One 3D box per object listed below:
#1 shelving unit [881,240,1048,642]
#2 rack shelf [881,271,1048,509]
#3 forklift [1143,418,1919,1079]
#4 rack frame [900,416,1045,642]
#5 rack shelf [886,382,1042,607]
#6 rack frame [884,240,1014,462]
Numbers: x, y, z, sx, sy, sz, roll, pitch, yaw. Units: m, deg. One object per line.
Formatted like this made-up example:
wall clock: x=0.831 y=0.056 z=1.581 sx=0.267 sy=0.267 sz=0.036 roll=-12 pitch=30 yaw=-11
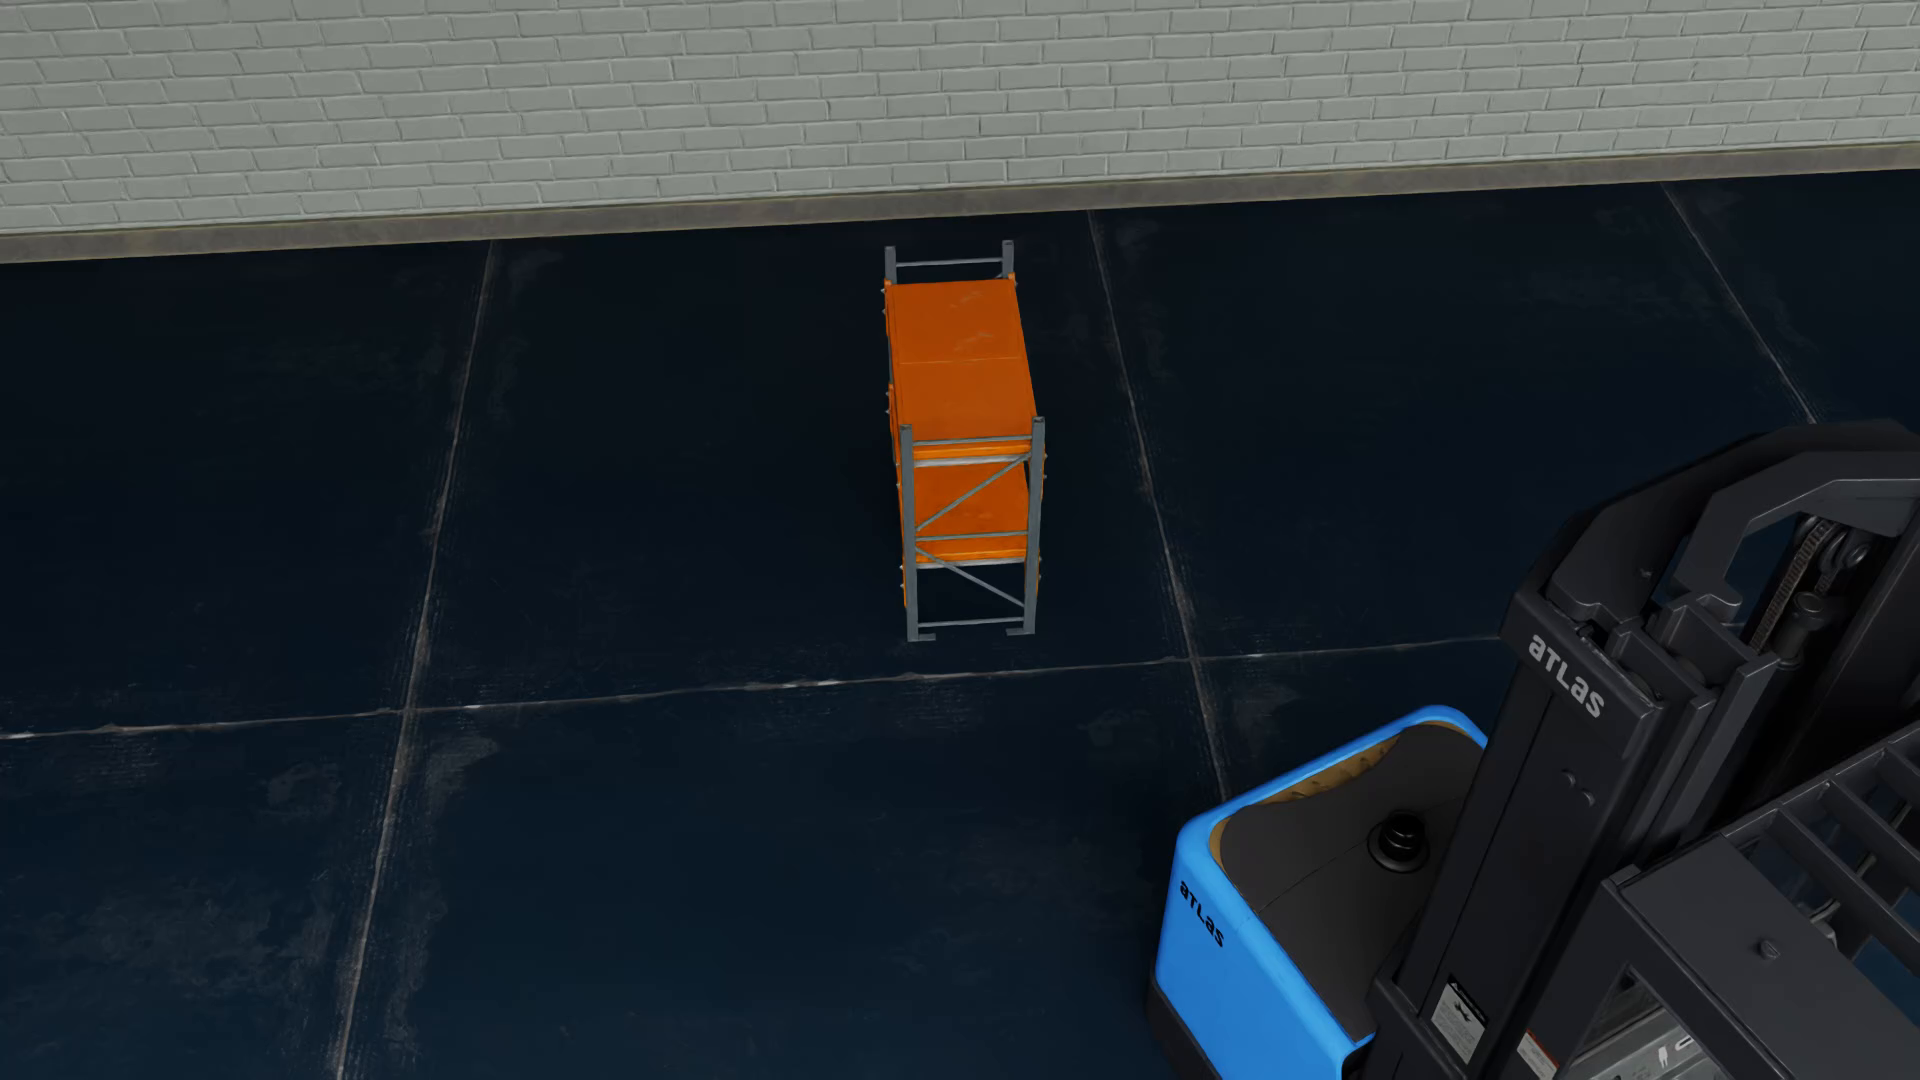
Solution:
shelving unit: x=0.001 y=-0.382 z=6.473 sx=0.538 sy=1.125 sz=1.048 roll=-3 pitch=47 yaw=-3
rack shelf: x=0.001 y=-0.583 z=6.261 sx=0.538 sy=0.278 sz=1.000 roll=-3 pitch=47 yaw=-3
forklift: x=1.737 y=1.307 z=3.630 sx=1.130 sy=2.935 sz=3.031 roll=-22 pitch=50 yaw=-19
rack frame: x=0.043 y=-0.014 z=6.125 sx=0.500 sy=1.125 sz=0.032 roll=-3 pitch=47 yaw=-3
rack shelf: x=0.001 y=-0.214 z=6.651 sx=0.538 sy=0.278 sz=1.000 roll=-3 pitch=47 yaw=-3
rack frame: x=-0.042 y=-0.750 z=6.822 sx=0.500 sy=1.125 sz=0.032 roll=-3 pitch=47 yaw=-3
